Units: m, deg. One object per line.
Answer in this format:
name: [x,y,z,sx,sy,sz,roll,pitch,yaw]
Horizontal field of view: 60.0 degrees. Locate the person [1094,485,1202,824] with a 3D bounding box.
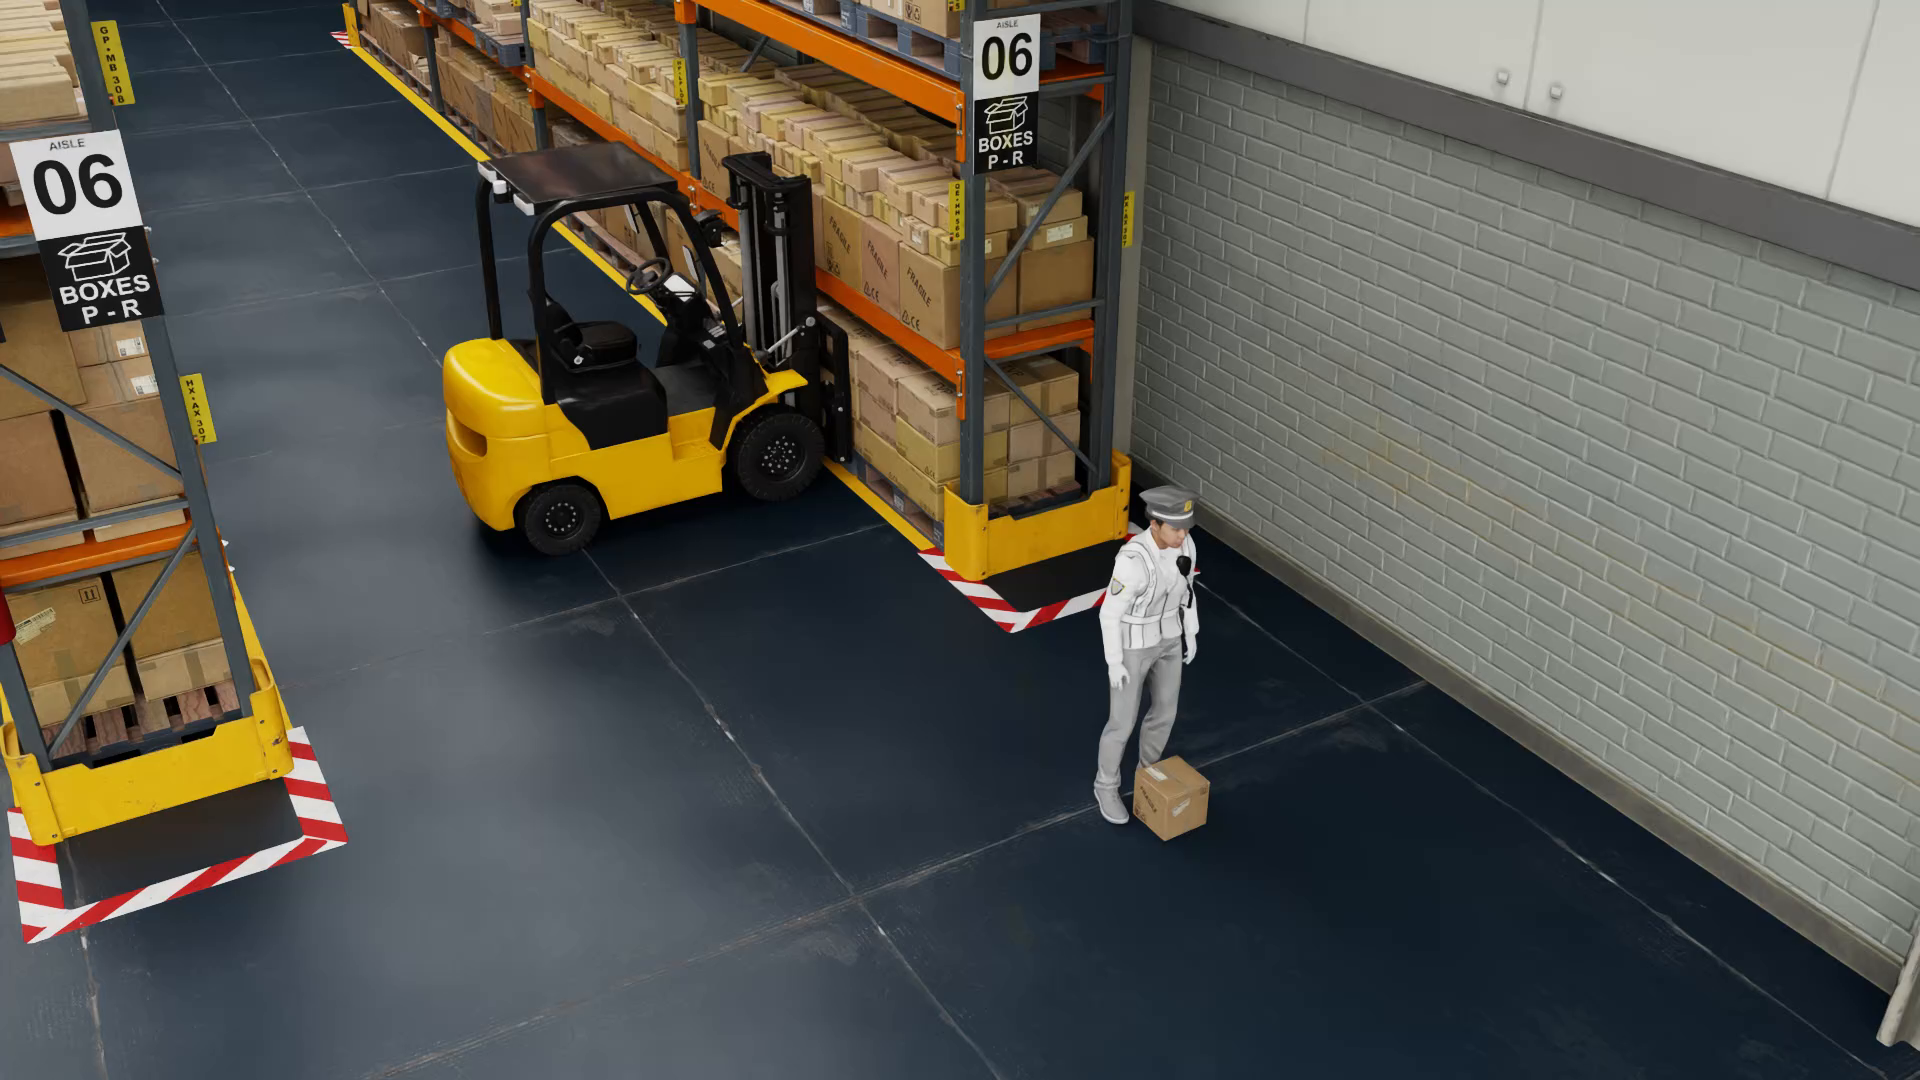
person: [0.872,0.493,7.664,0.547,1.667,0.370,-18,34,-29]
